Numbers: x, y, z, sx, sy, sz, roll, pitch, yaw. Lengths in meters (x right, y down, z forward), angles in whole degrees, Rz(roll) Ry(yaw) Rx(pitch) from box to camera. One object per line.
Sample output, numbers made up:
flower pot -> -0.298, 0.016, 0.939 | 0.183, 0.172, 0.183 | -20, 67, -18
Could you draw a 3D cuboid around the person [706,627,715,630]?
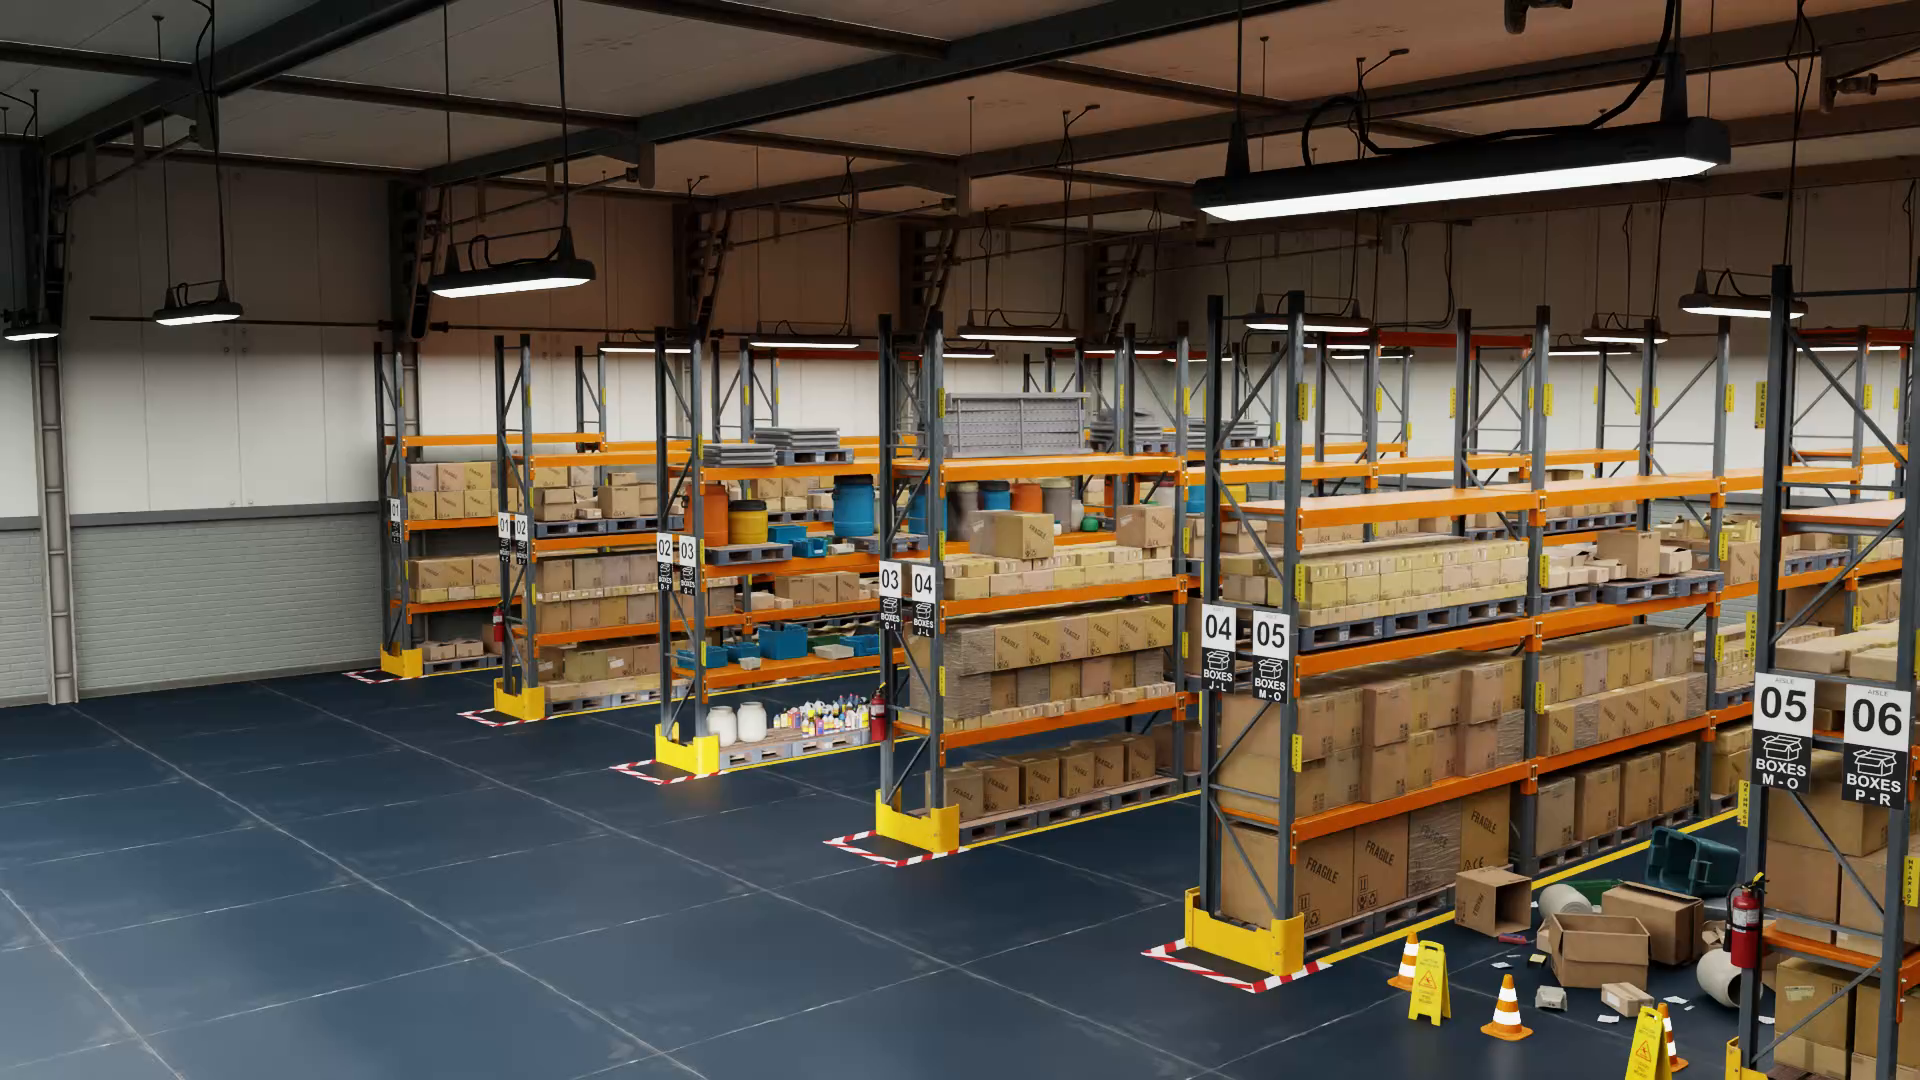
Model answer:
person -> -4.747, 1.490, 30.898 | 0.538, 1.726, 0.436 | -1, 5, -10
